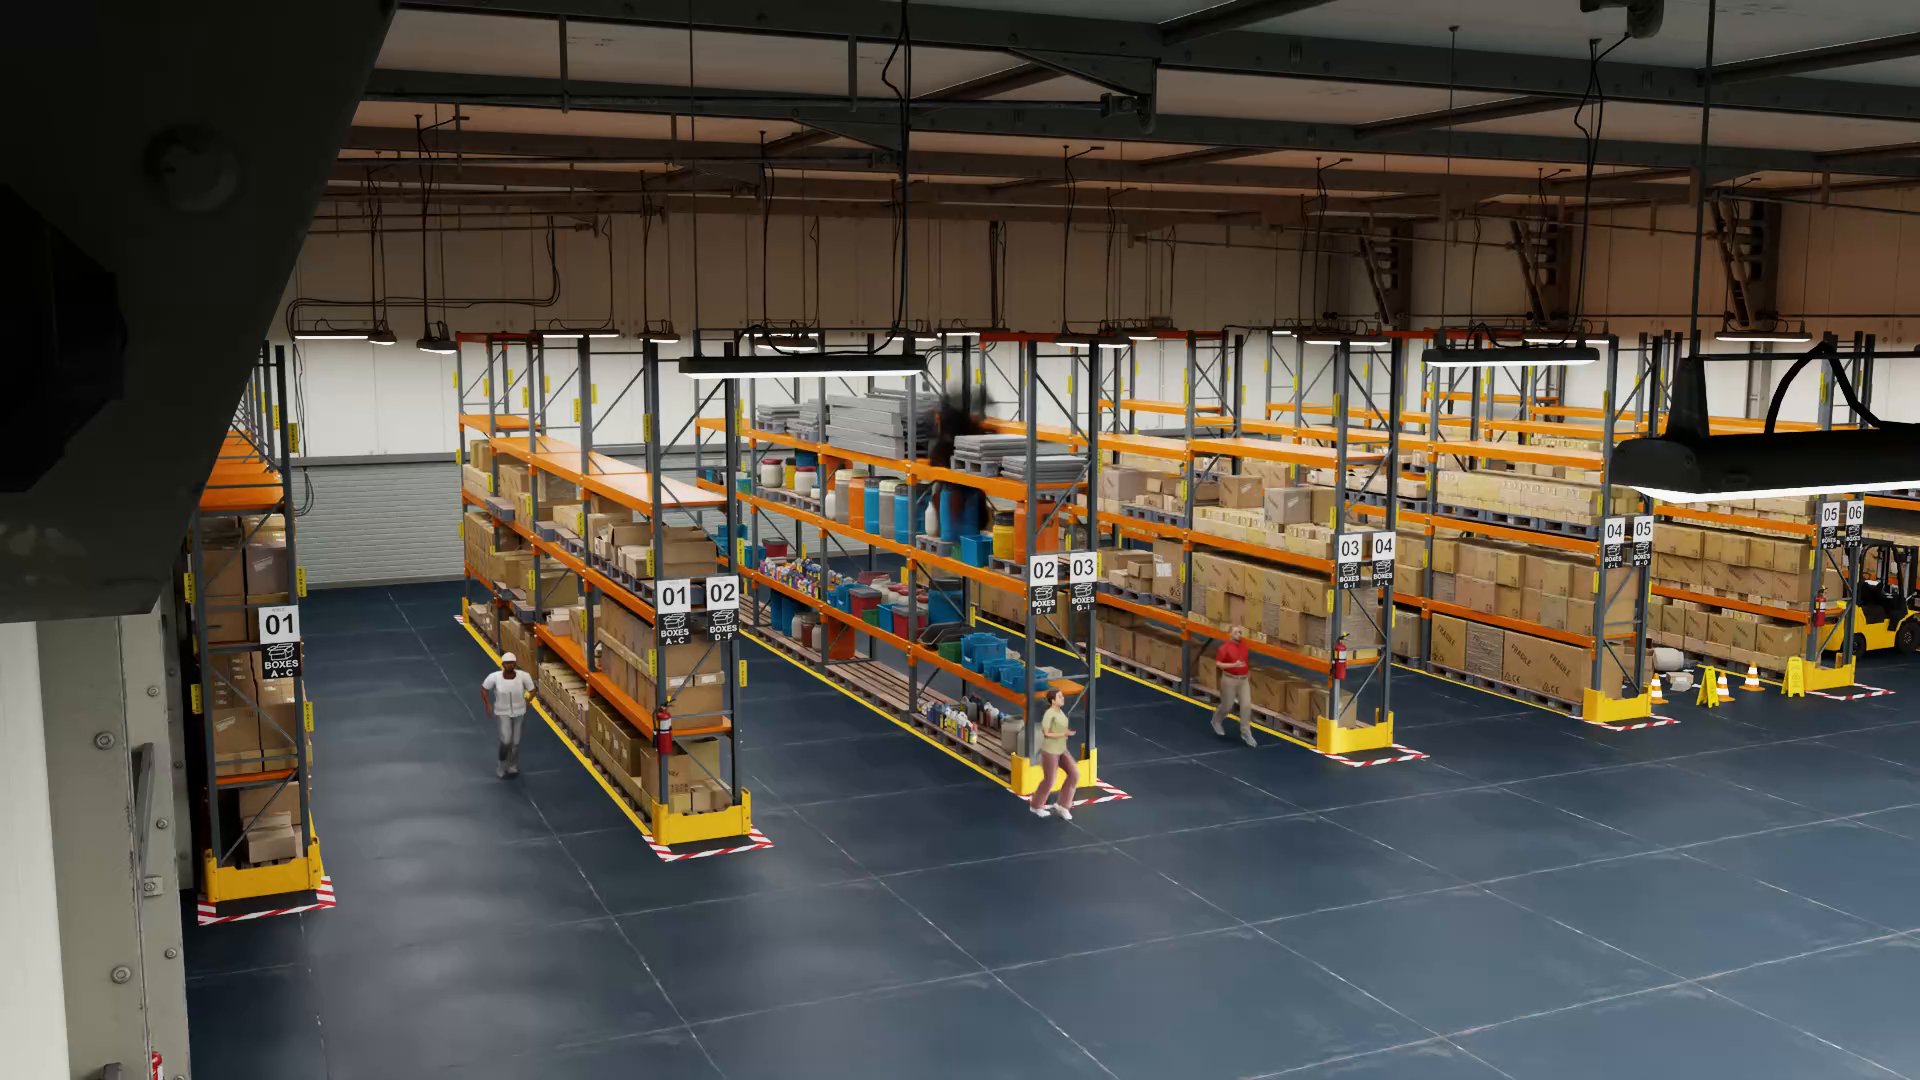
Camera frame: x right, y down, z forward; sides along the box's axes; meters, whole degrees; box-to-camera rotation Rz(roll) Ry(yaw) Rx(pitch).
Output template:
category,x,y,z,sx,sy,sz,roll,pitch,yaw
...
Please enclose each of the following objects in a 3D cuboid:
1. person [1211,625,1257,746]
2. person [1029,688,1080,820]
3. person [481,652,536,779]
category,x,y,z,sx,sy,sz,roll,pitch,yaw
person,4.092,2.129,24.720,0.661,1.738,0.898,-4,9,-26
person,1.190,2.703,20.936,0.645,1.722,0.574,4,9,29
person,-6.149,2.402,22.791,0.697,1.750,0.672,-4,9,-25
